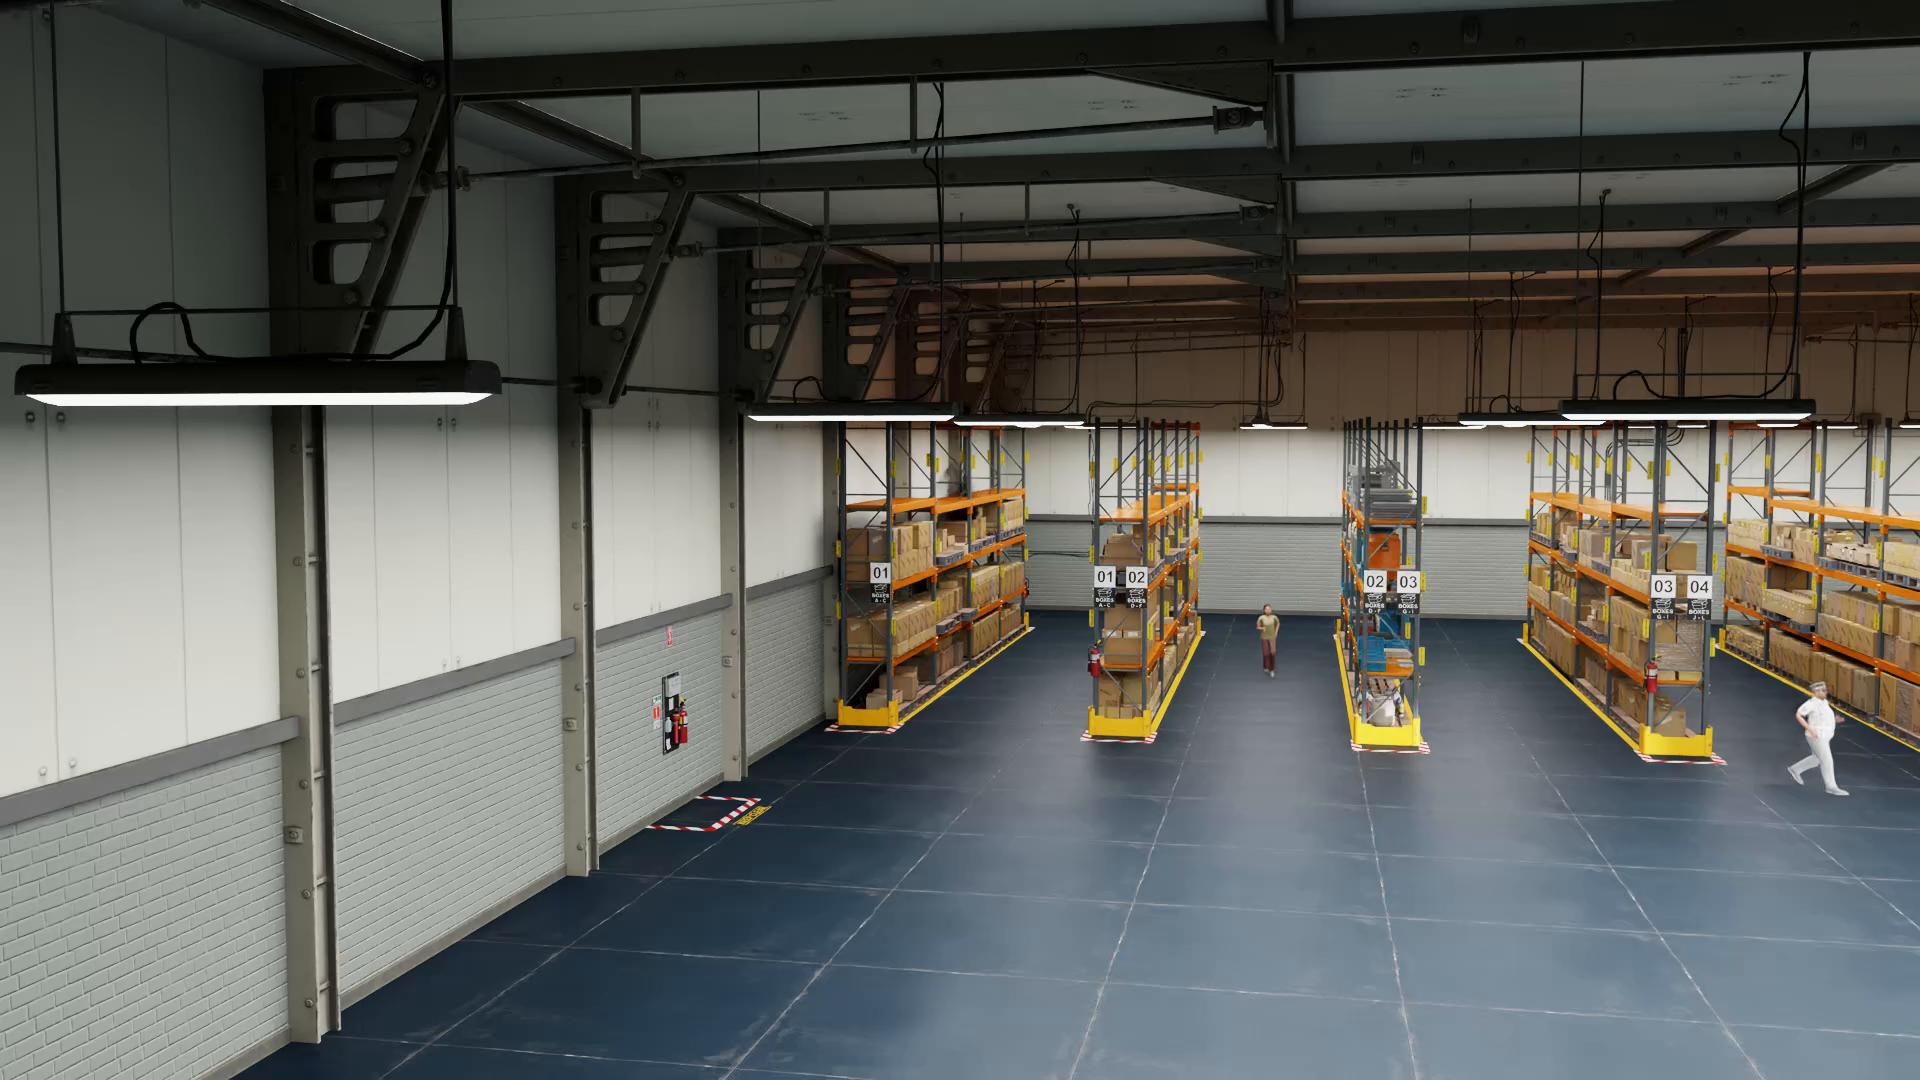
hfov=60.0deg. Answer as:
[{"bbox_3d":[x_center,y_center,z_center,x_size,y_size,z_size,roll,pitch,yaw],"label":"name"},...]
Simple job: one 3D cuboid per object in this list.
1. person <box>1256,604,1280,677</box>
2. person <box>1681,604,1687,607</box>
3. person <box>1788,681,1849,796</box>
[{"bbox_3d":[7.246,2.361,39.121,0.556,1.705,0.711,0,4,7],"label":"person"},{"bbox_3d":[18.577,2.156,42.384,0.627,1.667,0.751,1,4,17],"label":"person"},{"bbox_3d":[13.620,3.107,26.380,0.668,1.758,0.983,-3,5,-42],"label":"person"}]
